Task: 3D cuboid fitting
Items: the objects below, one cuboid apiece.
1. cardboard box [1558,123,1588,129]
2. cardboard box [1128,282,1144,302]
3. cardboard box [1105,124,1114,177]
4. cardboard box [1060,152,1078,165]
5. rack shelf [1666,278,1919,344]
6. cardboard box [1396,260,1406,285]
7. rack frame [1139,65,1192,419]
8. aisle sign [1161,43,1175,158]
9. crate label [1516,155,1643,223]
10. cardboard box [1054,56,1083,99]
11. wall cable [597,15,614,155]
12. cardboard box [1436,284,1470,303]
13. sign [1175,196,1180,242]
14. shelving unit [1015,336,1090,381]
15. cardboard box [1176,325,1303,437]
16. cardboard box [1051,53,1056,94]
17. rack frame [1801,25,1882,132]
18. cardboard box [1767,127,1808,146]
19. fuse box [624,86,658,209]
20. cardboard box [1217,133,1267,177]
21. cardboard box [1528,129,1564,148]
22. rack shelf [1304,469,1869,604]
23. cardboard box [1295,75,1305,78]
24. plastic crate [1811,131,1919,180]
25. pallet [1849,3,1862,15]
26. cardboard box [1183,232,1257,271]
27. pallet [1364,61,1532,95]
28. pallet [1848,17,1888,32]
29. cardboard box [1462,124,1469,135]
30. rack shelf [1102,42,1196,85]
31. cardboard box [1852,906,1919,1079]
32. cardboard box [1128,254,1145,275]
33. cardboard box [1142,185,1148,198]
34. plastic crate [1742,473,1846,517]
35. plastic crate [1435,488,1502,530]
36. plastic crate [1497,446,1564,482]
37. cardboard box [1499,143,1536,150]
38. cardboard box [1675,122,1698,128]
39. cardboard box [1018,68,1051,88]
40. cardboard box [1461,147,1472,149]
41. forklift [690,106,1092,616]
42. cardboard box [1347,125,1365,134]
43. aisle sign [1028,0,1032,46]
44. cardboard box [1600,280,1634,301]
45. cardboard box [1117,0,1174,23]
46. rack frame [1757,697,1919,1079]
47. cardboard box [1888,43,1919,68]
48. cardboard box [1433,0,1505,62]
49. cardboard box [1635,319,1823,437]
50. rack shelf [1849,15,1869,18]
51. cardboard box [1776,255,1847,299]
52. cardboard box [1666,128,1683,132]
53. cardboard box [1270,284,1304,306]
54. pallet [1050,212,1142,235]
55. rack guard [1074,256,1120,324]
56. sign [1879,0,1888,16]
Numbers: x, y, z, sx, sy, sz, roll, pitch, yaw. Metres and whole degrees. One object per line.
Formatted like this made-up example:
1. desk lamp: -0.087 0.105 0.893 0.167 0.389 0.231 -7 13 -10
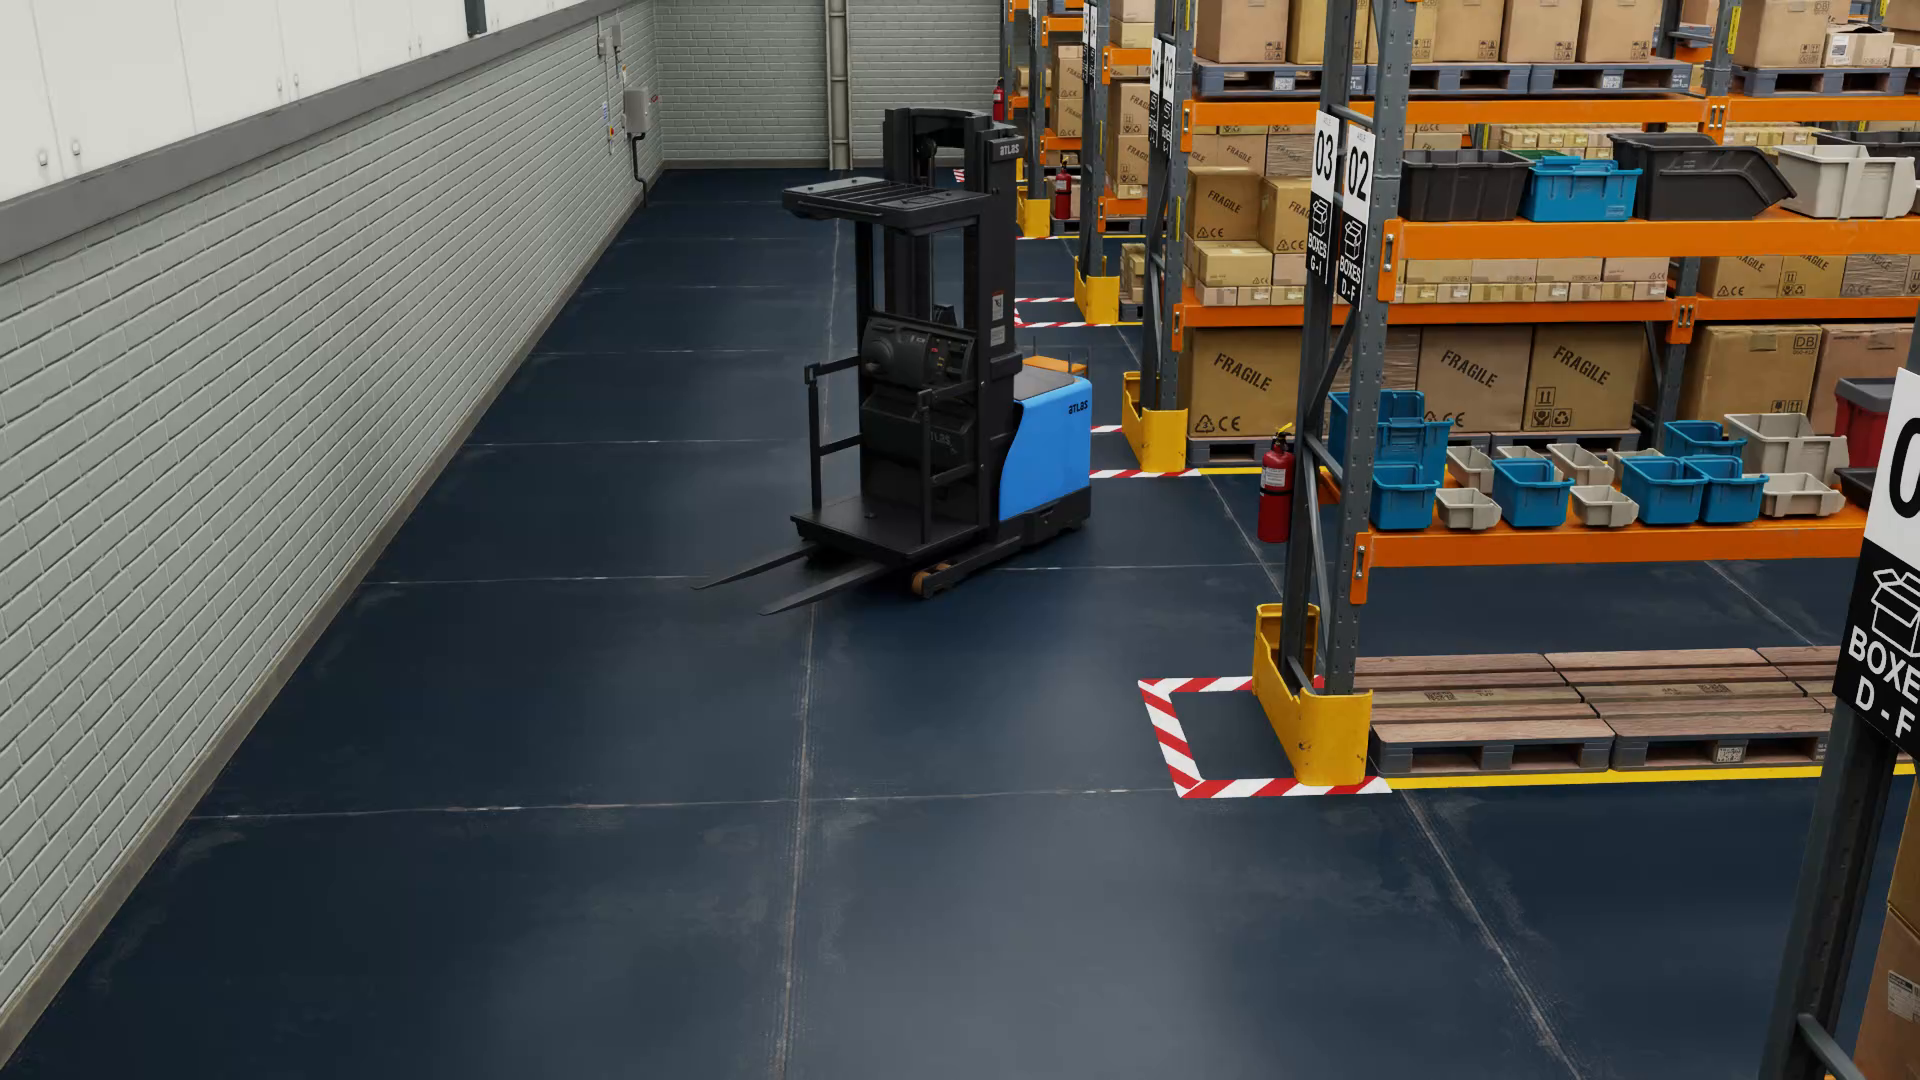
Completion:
1. cardboard box: 6.578 -4.431 17.972 0.250 0.149 0.380 -1 21 -3
2. cardboard box: 1.948 -2.661 17.811 0.250 0.149 0.380 -1 21 -2
3. cardboard box: 1.841 -4.186 17.843 0.500 0.500 0.500 -1 21 -2
4. cardboard box: 1.779 -6.257 27.257 0.250 0.149 0.380 -2 21 -5
5. rack shelf: 7.579 -1.922 13.464 4.000 0.370 1.077 -1 21 -3
6. cardboard box: 3.104 -2.141 12.821 0.500 0.250 0.500 -2 21 -5
7. rack frame: 1.589 -2.136 13.016 0.127 3.000 1.000 -1 21 -3
8. aisle sign: 1.534 -3.243 12.270 0.004 0.787 0.394 -1 21 -3
9. crate label: 2.811 -1.613 7.635 0.502 0.251 0.408 -1 21 -3
10. cardboard box: 1.519 -6.079 21.826 0.500 0.500 0.500 -2 21 -4
11. wall cable: -4.605 -6.023 21.753 0.123 1.953 0.585 -1 21 -3
12. cardboard box: 3.760 -1.946 12.871 0.250 0.149 0.380 -1 21 -2
13. sign: 1.615 -2.380 12.330 0.005 0.325 0.100 -1 21 -3
14. shelving unit: 0.663 -0.844 12.152 0.503 1.200 0.258 17 27 38
15. cardboard box: 2.224 -1.381 13.428 0.875 0.875 0.875 -1 21 -3
16. cardboard box: 1.491 -6.265 22.315 0.500 0.500 0.500 0 21 -1
17. rack frame: 9.394 -4.063 18.076 0.127 3.000 1.000 -1 21 -3
18. cardboard box: 8.680 -4.242 17.475 0.250 0.149 0.380 -1 21 -4
19. fuse box: -4.579 -5.681 24.137 0.414 1.711 0.539 -1 21 -3
20. cardboard box: 2.894 -4.022 17.411 0.500 0.500 0.500 -1 21 -2
21. cardboard box: 6.098 -4.191 17.339 0.250 0.149 0.380 -1 21 -2
22. rack shelf: 3.869 -0.081 8.629 4.000 0.370 1.077 -1 21 -3
23. cardboard box: 3.402 -4.687 17.751 0.500 0.500 0.500 -2 21 -5
24. plastic crate: 4.610 -1.871 8.287 0.590 0.269 0.497 -1 21 -3
25. pallet: 11.346 -7.217 22.411 1.003 0.211 1.213 -1 21 -3
26. cardboard box: 2.058 -2.309 13.263 0.500 0.250 0.500 -1 21 -4
27. pallet: 3.550 -3.541 12.615 1.213 0.211 1.003 -1 21 -3
28. pallet: 10.034 -5.408 17.660 1.003 0.211 1.213 0 21 -1
29. cardboard box: 6.500 -5.599 22.321 0.500 0.250 0.500 -1 21 -3
30. rack shelf: 3.404 -5.006 17.350 4.000 0.370 1.077 -1 21 -3
31. cardboard box: 2.583 1.230 4.033 0.500 0.500 0.500 -1 21 -1
32. cardboard box: 1.949 -2.932 17.687 0.250 0.149 0.380 -2 21 -6
33. cardboard box: 2.001 -3.693 17.458 0.250 0.149 0.380 0 21 -1
34. plastic crate: 4.144 -0.221 8.271 0.466 0.136 0.293 -1 21 -3
35. plastic crate: 2.462 -0.147 8.077 0.298 0.136 0.250 -1 21 -3
36. plastic crate: 2.966 -0.363 8.645 0.243 0.136 0.396 -1 21 -3
37. cardboard box: 5.820 -4.044 17.372 0.250 0.149 0.380 -1 21 -2
38. cardboard box: 7.874 -4.458 18.041 0.250 0.149 0.380 0 21 -1
39. cardboard box: 1.205 -7.402 26.640 0.500 0.250 0.500 -1 21 -3
40. cardboard box: 6.533 -5.003 22.942 0.875 0.875 0.875 -1 21 -1
41. forklift: -0.415 -1.201 10.656 1.130 2.935 3.031 17 27 38
42. cardboard box: 3.919 -4.511 17.290 0.500 0.500 0.500 -1 21 -2
43. aisle sign: 0.934 -6.980 22.085 0.004 0.787 0.394 -1 21 -3
44. cardboard box: 5.039 -1.972 12.938 0.250 0.149 0.380 -1 21 -2
45. cardboard box: 1.870 -5.382 16.835 0.500 0.250 0.500 -1 21 -2
46. rack frame: 2.151 1.383 3.773 0.127 3.000 1.000 -1 21 -3
47. cardboard box: 7.078 -3.675 12.605 0.250 0.149 0.380 -2 21 -5
48. cardboard box: 3.738 -3.902 12.568 0.500 0.500 0.700 0 21 -1
49. cardboard box: 6.220 -1.441 13.586 0.875 0.875 1.225 -1 21 -3
50. rack shelf: 11.007 -6.925 22.390 4.000 0.370 1.077 -1 21 -3
51. cardboard box: 6.558 -2.195 13.031 0.500 0.500 0.500 -1 21 -3
52. cardboard box: 7.380 -4.216 17.406 0.250 0.149 0.380 -1 21 -1
53. cardboard box: 2.474 -1.920 12.801 0.250 0.149 0.380 -2 21 -4
54. pallet: 1.817 -4.397 22.874 1.213 0.211 1.003 -1 21 -3
55. rack guard: 1.483 -2.733 18.098 0.348 0.500 1.175 -1 21 -3
56. sign: 9.423 -5.513 16.944 0.005 0.325 0.100 -1 21 -3
